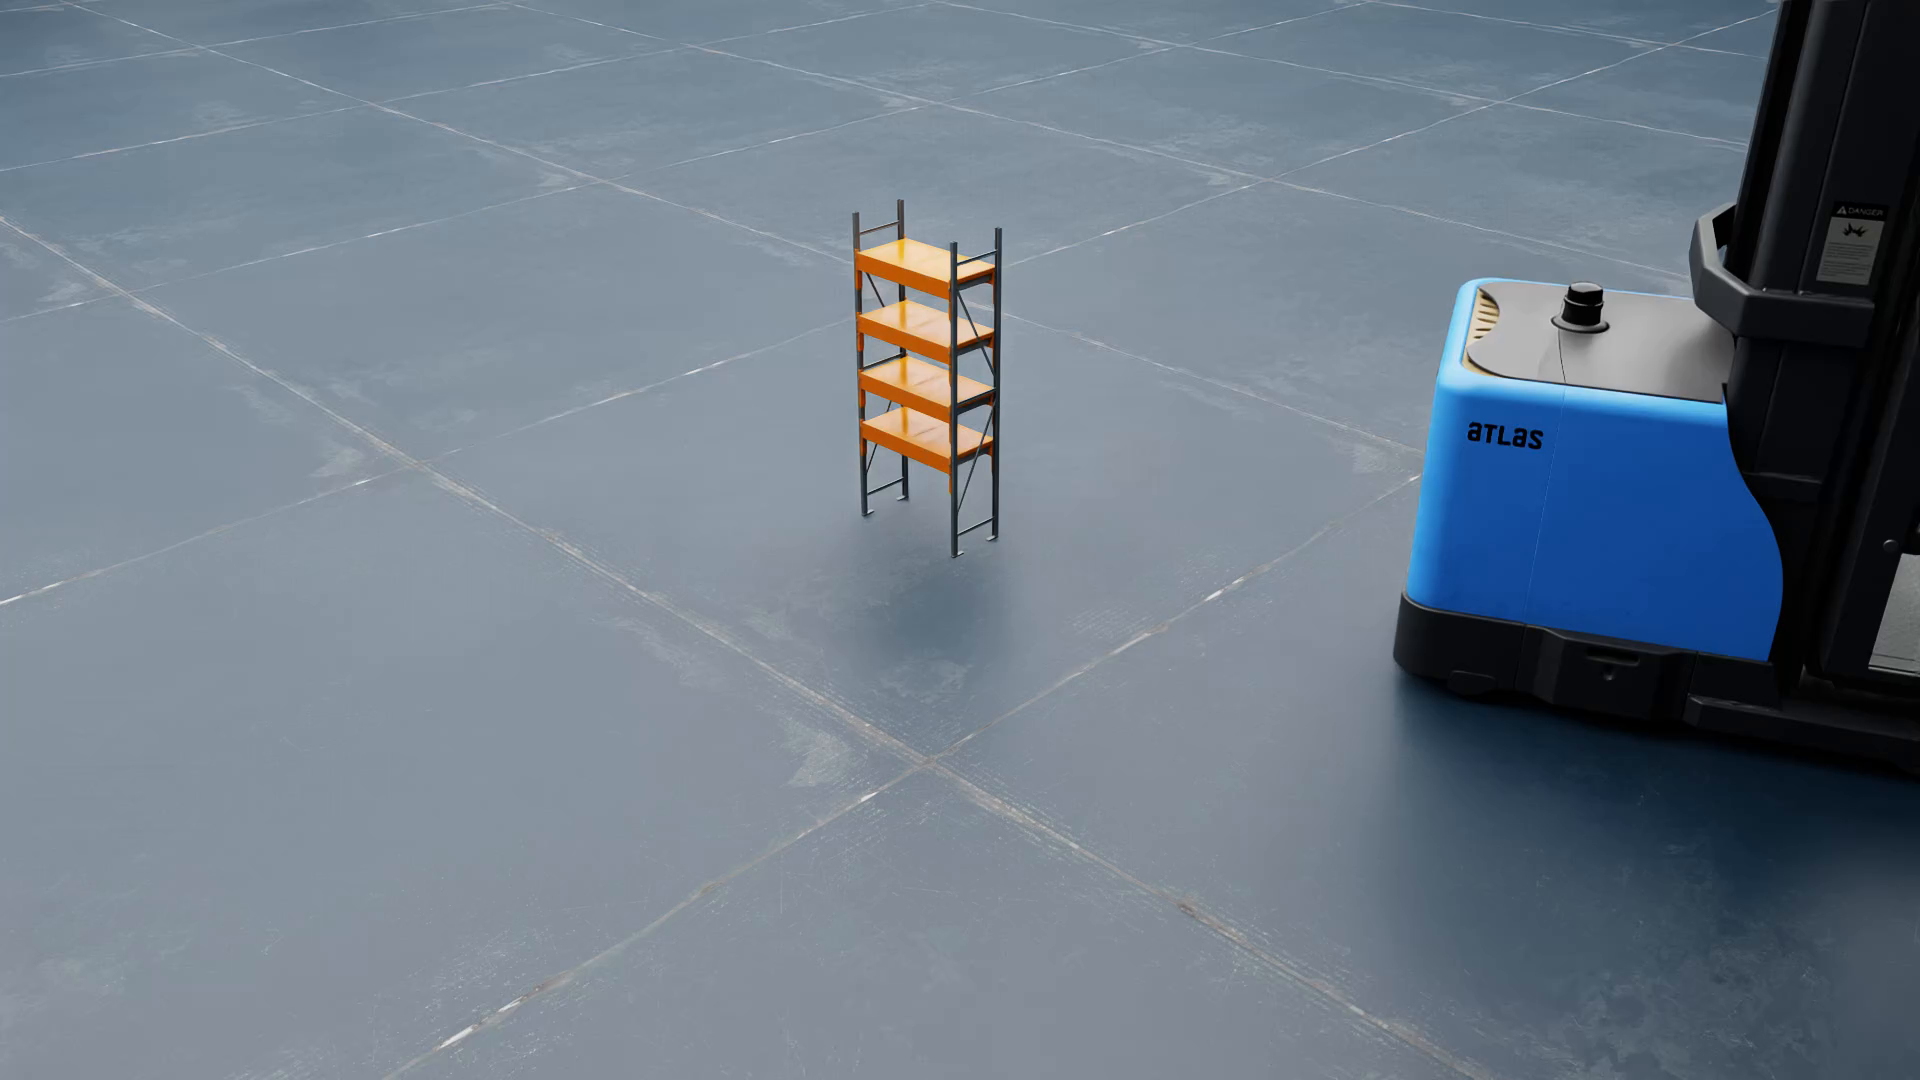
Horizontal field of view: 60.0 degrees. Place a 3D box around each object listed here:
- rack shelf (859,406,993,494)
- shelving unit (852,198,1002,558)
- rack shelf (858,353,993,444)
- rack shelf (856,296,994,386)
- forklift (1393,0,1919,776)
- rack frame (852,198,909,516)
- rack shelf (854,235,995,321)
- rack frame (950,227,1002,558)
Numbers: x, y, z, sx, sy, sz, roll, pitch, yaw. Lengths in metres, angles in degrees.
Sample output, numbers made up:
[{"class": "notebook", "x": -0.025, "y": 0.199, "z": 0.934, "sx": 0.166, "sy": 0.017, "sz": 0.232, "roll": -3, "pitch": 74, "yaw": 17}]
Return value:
[{"class": "rack shelf", "x": -0.118, "y": -0.350, "z": 6.197, "sx": 0.480, "sy": 0.148, "sz": 0.258, "roll": 25, "pitch": 36, "yaw": 38}, {"class": "shelving unit", "x": -0.118, "y": -0.585, "z": 6.073, "sx": 0.503, "sy": 1.200, "sz": 0.258, "roll": 25, "pitch": 36, "yaw": 38}, {"class": "rack shelf", "x": -0.118, "y": -0.526, "z": 6.105, "sx": 0.480, "sy": 0.148, "sz": 0.258, "roll": 25, "pitch": 36, "yaw": 38}, {"class": "rack shelf", "x": -0.118, "y": -0.724, "z": 6.001, "sx": 0.480, "sy": 0.148, "sz": 0.258, "roll": 25, "pitch": 36, "yaw": 38}, {"class": "forklift", "x": 2.973, "y": -0.817, "z": 4.654, "sx": 3.031, "sy": 2.935, "sz": 1.130, "roll": 9, "pitch": 29, "yaw": 17}, {"class": "rack frame", "x": -0.292, "y": -0.665, "z": 6.225, "sx": 0.015, "sy": 1.200, "sz": 0.240, "roll": 25, "pitch": 36, "yaw": 38}, {"class": "rack shelf", "x": -0.118, "y": -0.933, "z": 5.891, "sx": 0.480, "sy": 0.148, "sz": 0.258, "roll": 25, "pitch": 36, "yaw": 38}, {"class": "rack frame", "x": 0.056, "y": -0.505, "z": 5.922, "sx": 0.015, "sy": 1.200, "sz": 0.240, "roll": 25, "pitch": 36, "yaw": 38}]
